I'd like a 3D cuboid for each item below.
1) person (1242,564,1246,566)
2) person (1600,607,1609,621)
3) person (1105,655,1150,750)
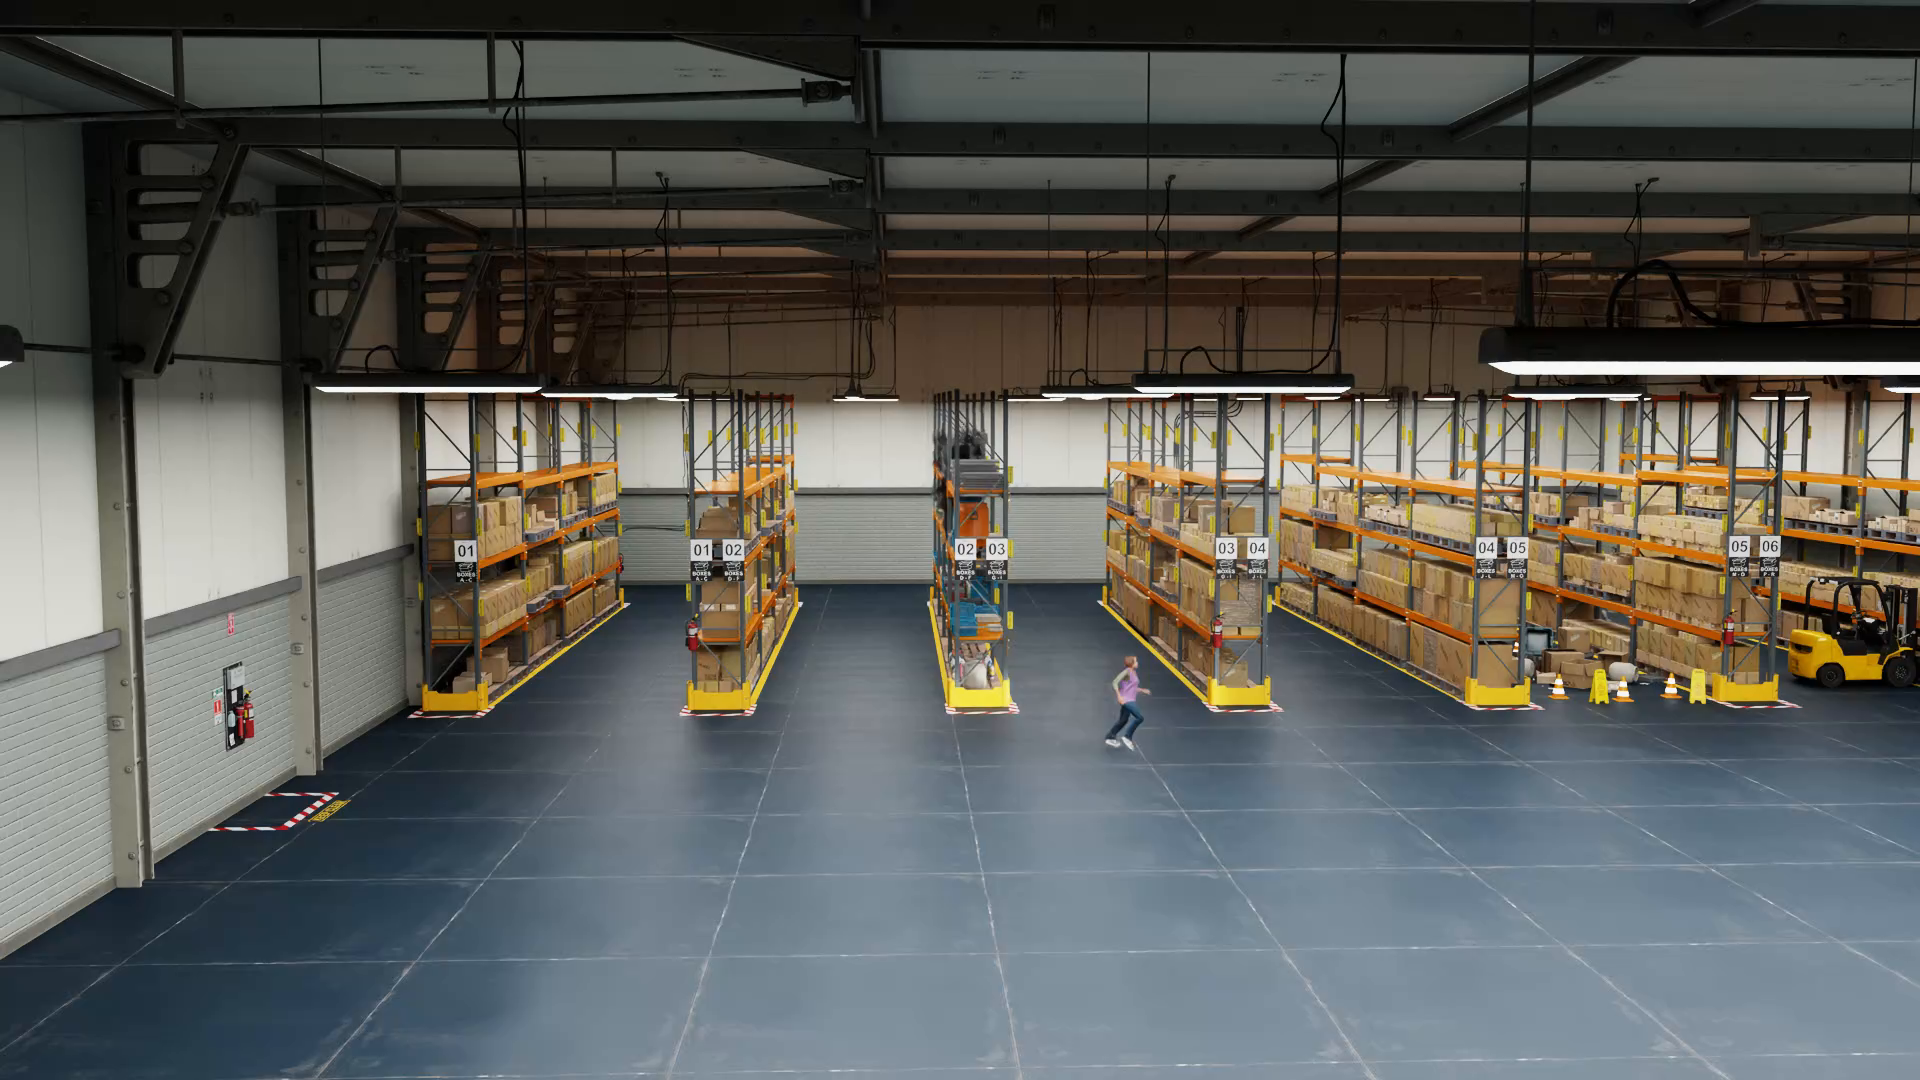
[{"bbox_3d":[7.919,1.034,47.369,0.712,1.725,0.606,3,6,33],"label":"person"},{"bbox_3d":[16.445,1.447,42.287,0.627,1.680,0.656,0,5,-3],"label":"person"},{"bbox_3d":[2.771,2.689,27.584,0.756,1.579,0.455,1,5,17],"label":"person"}]
